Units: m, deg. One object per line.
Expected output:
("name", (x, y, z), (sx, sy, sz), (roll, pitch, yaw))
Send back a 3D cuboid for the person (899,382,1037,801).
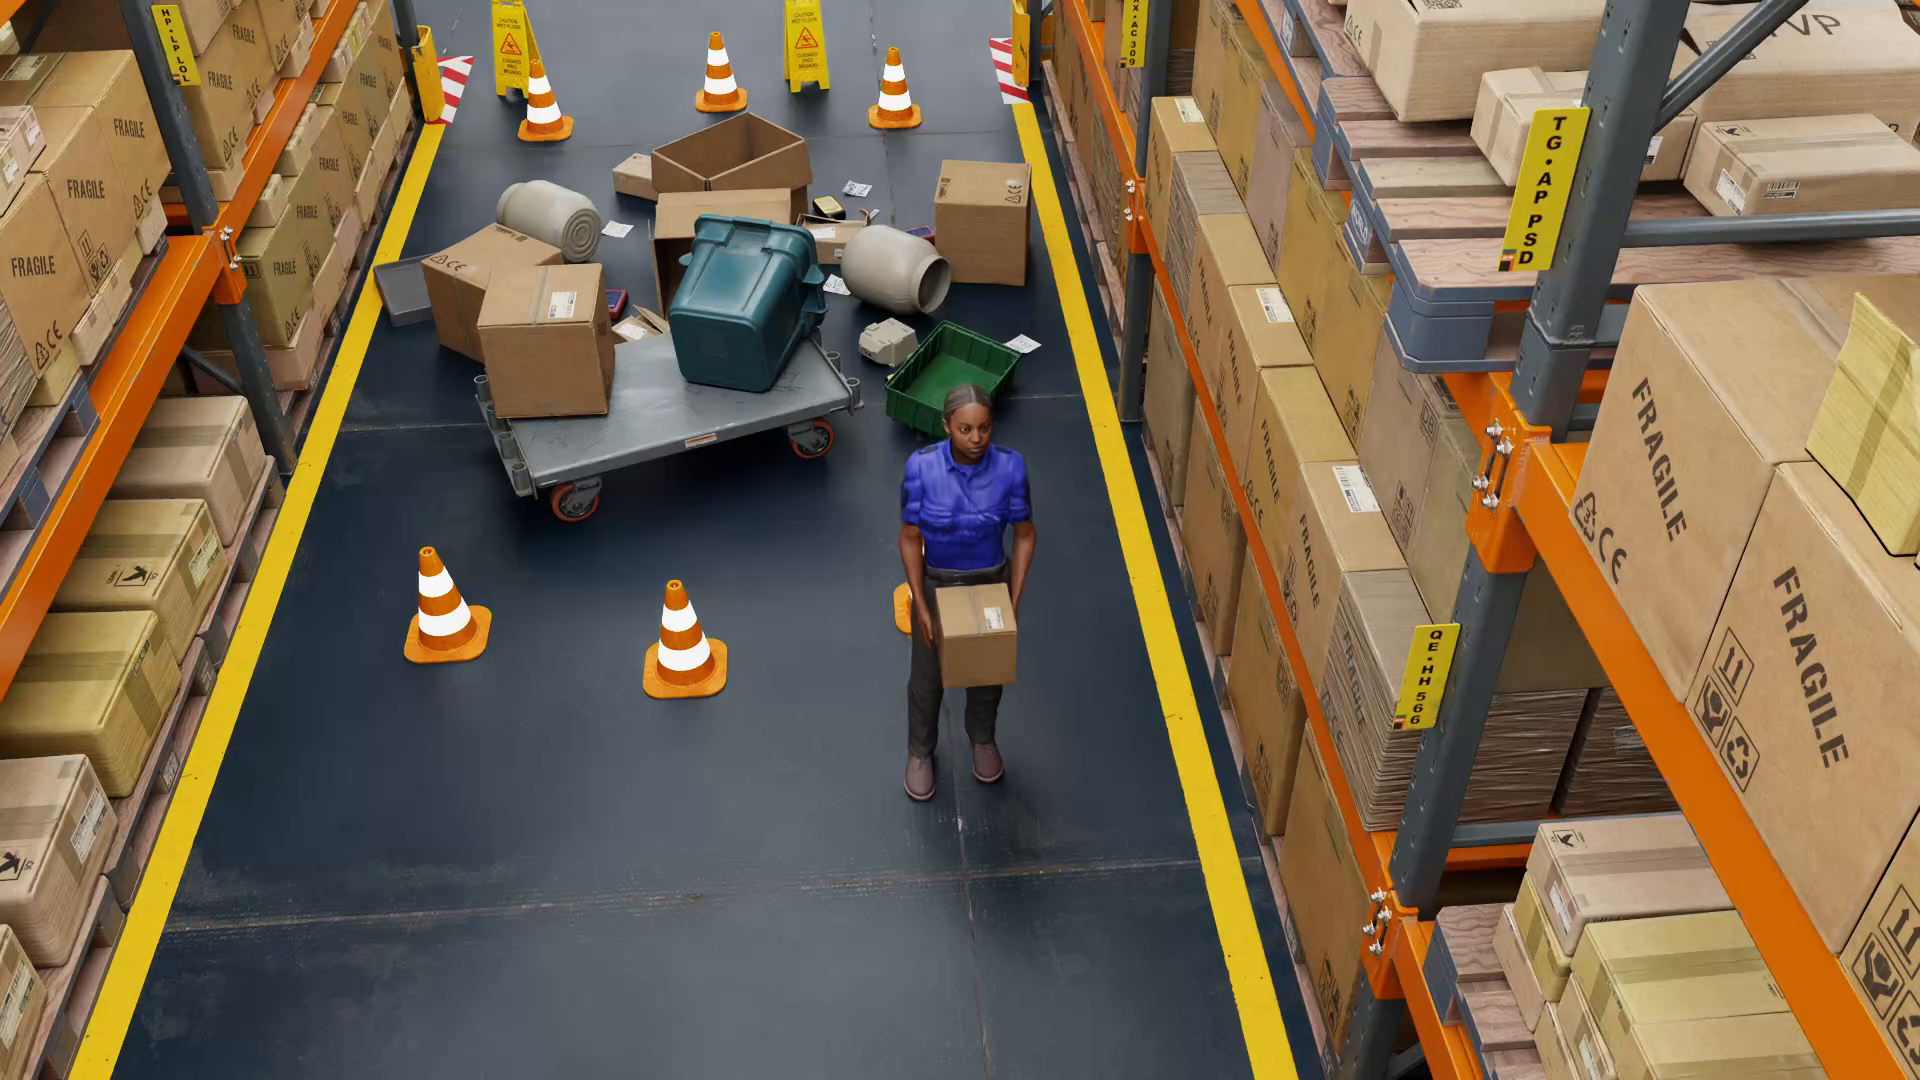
("person", (0.024, 0.211, 5.901), (0.494, 1.658, 0.449), (-3, 39, -4))
